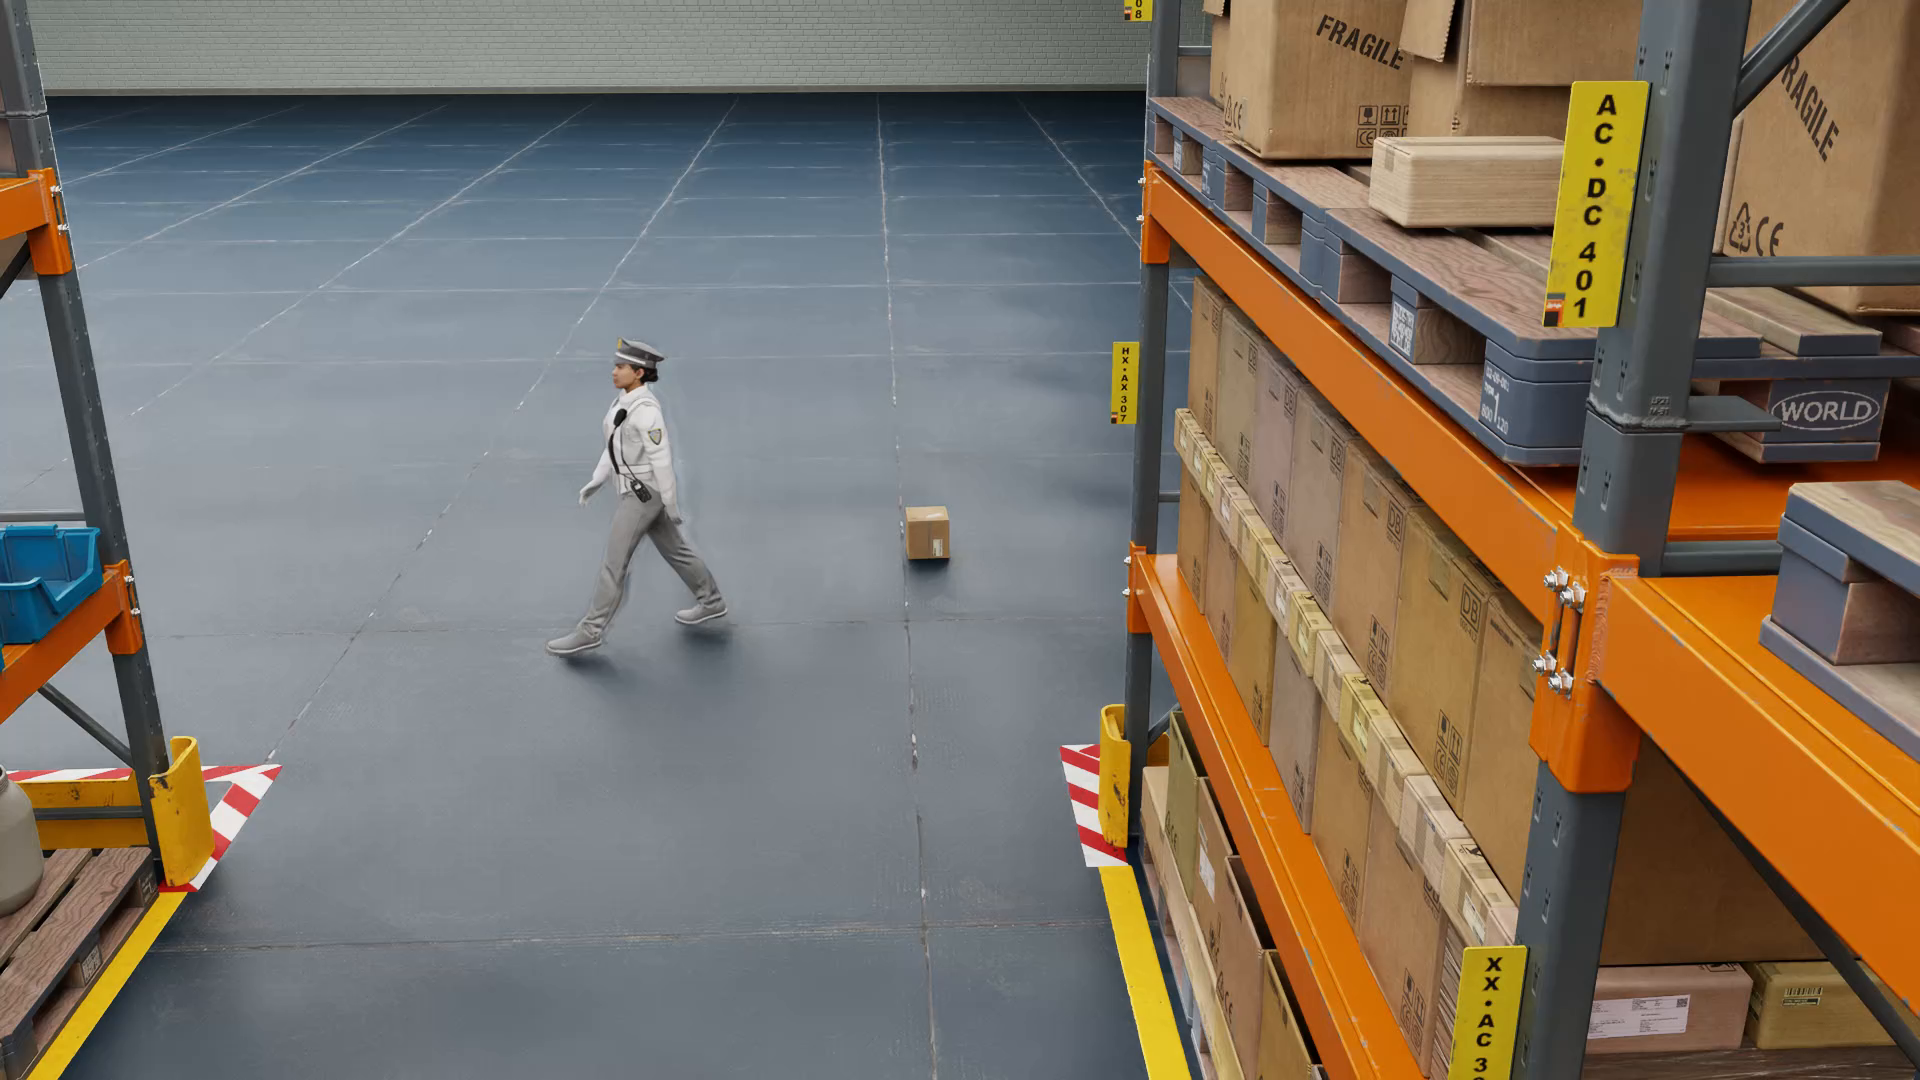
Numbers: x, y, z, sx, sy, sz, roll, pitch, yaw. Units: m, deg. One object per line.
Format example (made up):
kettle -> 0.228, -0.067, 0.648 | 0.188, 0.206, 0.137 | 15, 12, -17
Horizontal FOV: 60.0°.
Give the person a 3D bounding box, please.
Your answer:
person -> -1.742, -0.266, 8.710 | 0.990, 1.630, 0.478 | -7, 22, -18
